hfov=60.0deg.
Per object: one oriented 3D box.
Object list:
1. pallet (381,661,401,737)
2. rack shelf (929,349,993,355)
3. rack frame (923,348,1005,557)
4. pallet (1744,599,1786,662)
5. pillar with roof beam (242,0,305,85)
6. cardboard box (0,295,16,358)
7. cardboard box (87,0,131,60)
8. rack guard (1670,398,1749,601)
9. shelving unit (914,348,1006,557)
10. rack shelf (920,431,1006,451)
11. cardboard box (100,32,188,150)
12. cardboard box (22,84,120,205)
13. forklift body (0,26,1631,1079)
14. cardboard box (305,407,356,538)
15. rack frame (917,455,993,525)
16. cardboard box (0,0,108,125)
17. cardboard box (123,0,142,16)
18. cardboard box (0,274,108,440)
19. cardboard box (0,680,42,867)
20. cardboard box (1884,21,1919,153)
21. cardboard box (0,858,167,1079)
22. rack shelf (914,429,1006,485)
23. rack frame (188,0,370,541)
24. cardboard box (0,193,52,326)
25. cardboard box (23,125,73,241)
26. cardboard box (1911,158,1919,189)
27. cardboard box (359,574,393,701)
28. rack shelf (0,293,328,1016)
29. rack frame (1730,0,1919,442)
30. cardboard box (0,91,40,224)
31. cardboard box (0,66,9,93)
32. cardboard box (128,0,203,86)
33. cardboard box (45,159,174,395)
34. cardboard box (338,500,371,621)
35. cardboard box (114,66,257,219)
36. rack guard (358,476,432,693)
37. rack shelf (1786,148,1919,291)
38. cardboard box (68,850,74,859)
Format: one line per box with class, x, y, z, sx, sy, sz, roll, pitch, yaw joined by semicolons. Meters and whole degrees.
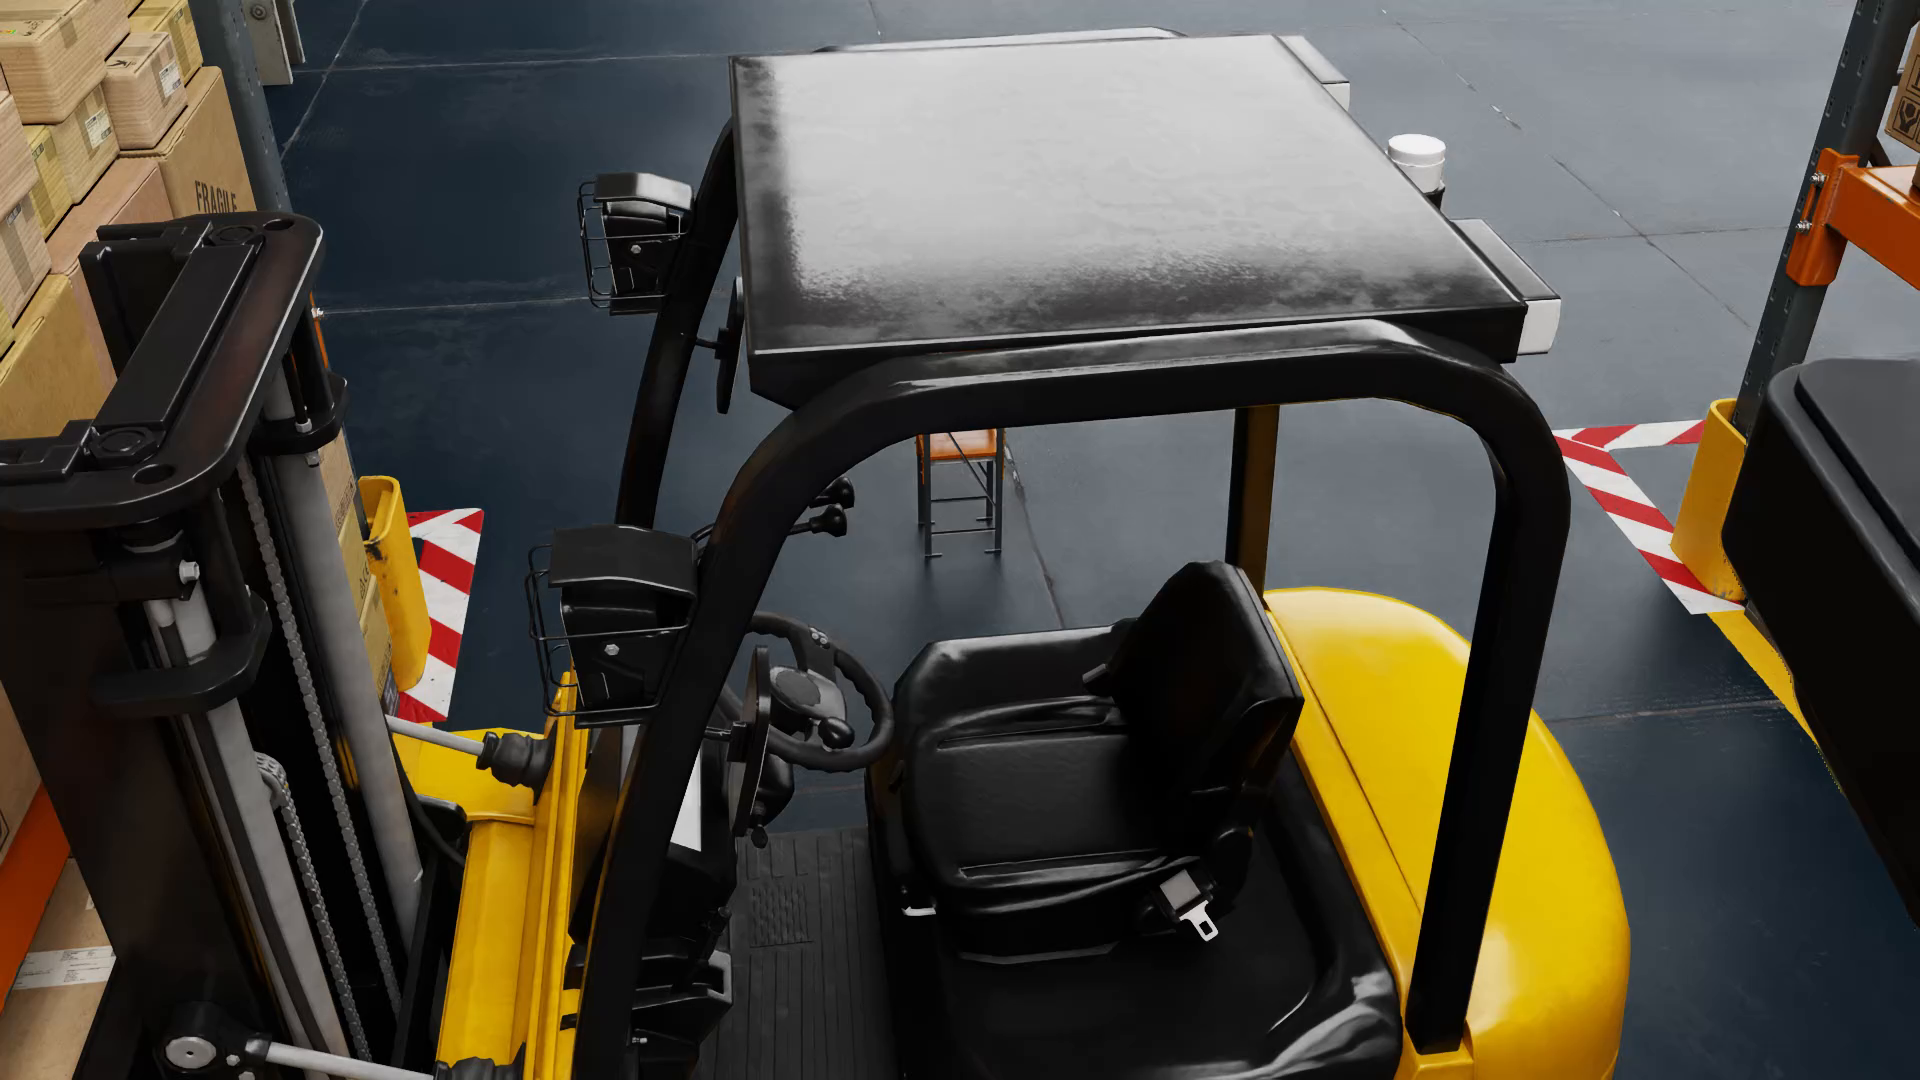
pallet;-1.962;0.720;4.006;1.003;0.211;1.213;-4;35;-6
rack shelf;-0.002;-0.566;4.881;0.258;0.103;0.180;-4;35;-6
rack frame;0.010;-0.453;4.849;0.240;1.200;0.006;-4;35;-6
pallet;2.896;0.417;4.451;1.003;0.211;1.213;-4;35;-6
pillar with roof beam;0.553;-6.552;6.874;9.100;9.000;0.400;-4;35;-6
cardboard box;-1.585;-0.279;2.331;0.380;0.149;0.250;-4;34;-6
cardboard box;-1.785;-0.969;3.079;0.380;0.149;0.250;-4;35;-6
rack guard;2.822;-0.159;5.039;1.175;0.500;0.348;-4;35;-6
shelving unit;-0.002;-0.504;4.924;0.258;1.200;0.189;-4;35;-6
rack shelf;-0.002;-0.368;5.017;0.258;0.103;0.180;-4;35;-6
cardboard box;-1.718;-0.853;3.173;0.380;0.149;0.250;-4;34;-6
cardboard box;-1.744;-0.703;2.954;0.380;0.149;0.250;-4;34;-5
forklift body;-0.043;0.415;2.731;2.313;2.155;1.214;-4;35;-6
cardboard box;-1.735;-0.073;3.874;0.500;0.250;0.500;-3;34;-5
rack frame;-0.014;-0.555;4.999;0.240;1.200;0.006;-4;35;-6
cardboard box;-1.723;-0.825;2.868;0.380;0.149;0.250;-4;34;-5
cardboard box;-1.849;-1.104;3.278;0.380;0.149;0.250;-4;35;-6
cardboard box;-1.650;-0.066;2.595;0.500;0.500;0.500;-5;35;-7
cardboard box;-1.571;0.213;2.185;0.500;0.500;0.500;-4;34;-6
cardboard box;2.601;-1.113;3.866;0.500;0.500;0.500;-5;35;-7
cardboard box;-1.522;0.776;2.629;0.500;0.250;0.500;-5;35;-7
rack shelf;-0.002;-0.269;5.084;0.258;0.103;0.180;-4;35;-6
rack frame;-2.106;-0.856;3.842;1.000;3.000;0.127;-4;35;-6
cardboard box;-1.639;-0.419;2.536;0.380;0.149;0.250;-5;35;-8
cardboard box;-1.722;-0.564;2.749;0.380;0.149;0.250;-5;35;-7
cardboard box;2.653;-0.925;4.167;0.380;0.149;0.250;-4;35;-6
cardboard box;-1.730;0.345;4.149;0.500;0.250;0.500;-4;34;-6
rack shelf;-1.837;0.557;2.407;1.077;0.370;4.000;-4;35;-6
rack frame;2.812;-1.234;4.397;1.000;3.000;0.127;-4;35;-6
cardboard box;-1.618;-0.544;2.455;0.380;0.149;0.250;-4;34;-5
cardboard box;-1.763;-0.681;2.656;0.380;0.149;0.250;-4;34;-6
cardboard box;-1.782;-0.993;3.379;0.380;0.149;0.250;-4;34;-6
cardboard box;-1.719;-0.352;3.015;0.500;0.500;0.500;-3;34;-5
cardboard box;-1.731;0.148;3.994;0.500;0.250;0.500;-5;35;-7
cardboard box;-1.780;-0.643;3.440;0.500;0.500;0.500;-5;35;-7
rack guard;-2.109;0.164;4.566;1.175;0.500;0.348;-4;35;-6
rack shelf;3.081;0.179;2.962;1.077;0.370;4.000;-4;35;-6
cardboard box;-1.583;0.492;3.045;0.500;0.250;0.500;-4;34;-6
